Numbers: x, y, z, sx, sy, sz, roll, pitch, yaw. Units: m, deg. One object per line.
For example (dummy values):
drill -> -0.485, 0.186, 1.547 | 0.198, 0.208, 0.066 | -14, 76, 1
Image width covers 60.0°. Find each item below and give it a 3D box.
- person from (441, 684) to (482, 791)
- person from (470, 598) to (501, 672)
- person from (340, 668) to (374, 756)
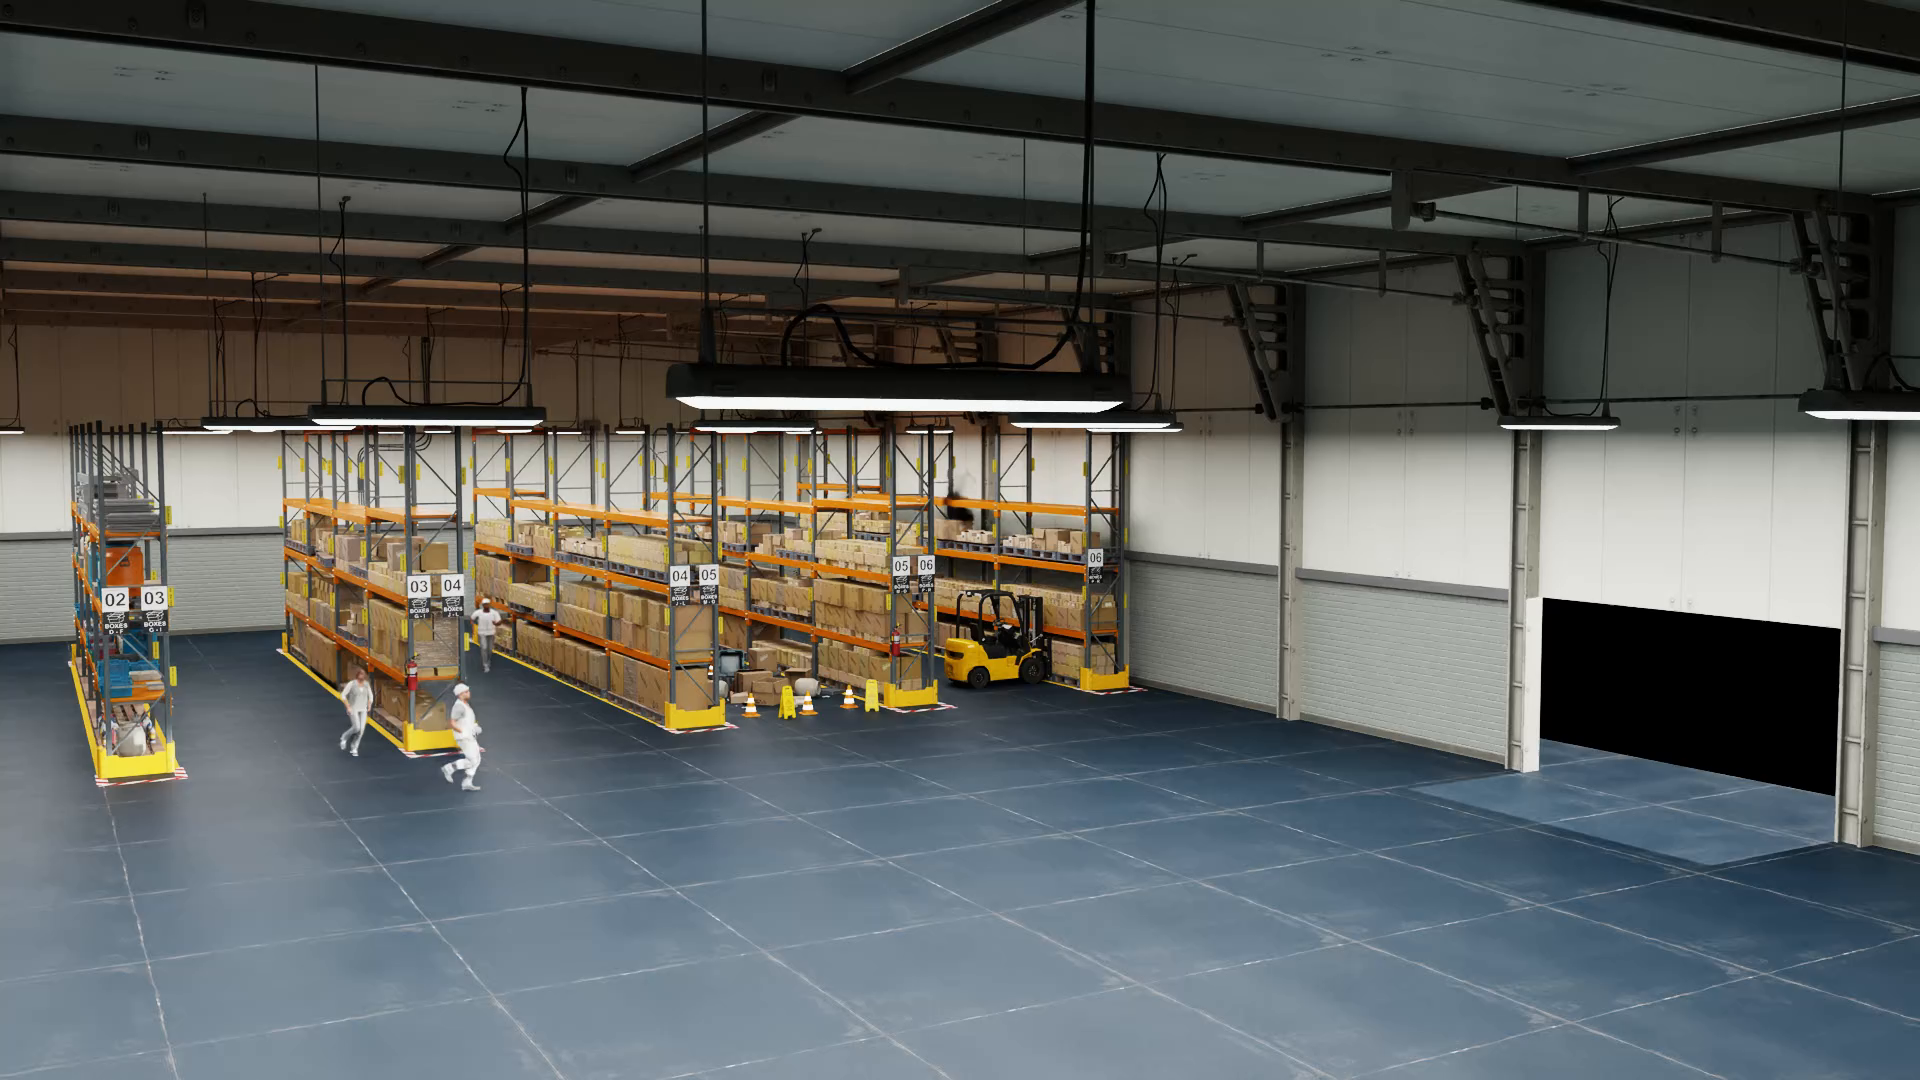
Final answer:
person -> -8.073, 3.193, 26.907 | 0.606, 1.740, 0.658 | 0, 4, -5
person -> -11.560, 2.299, 40.612 | 0.705, 1.760, 0.966 | -2, 4, -27
person -> -10.885, 3.101, 30.098 | 0.527, 1.573, 0.549 | 3, 5, 44
